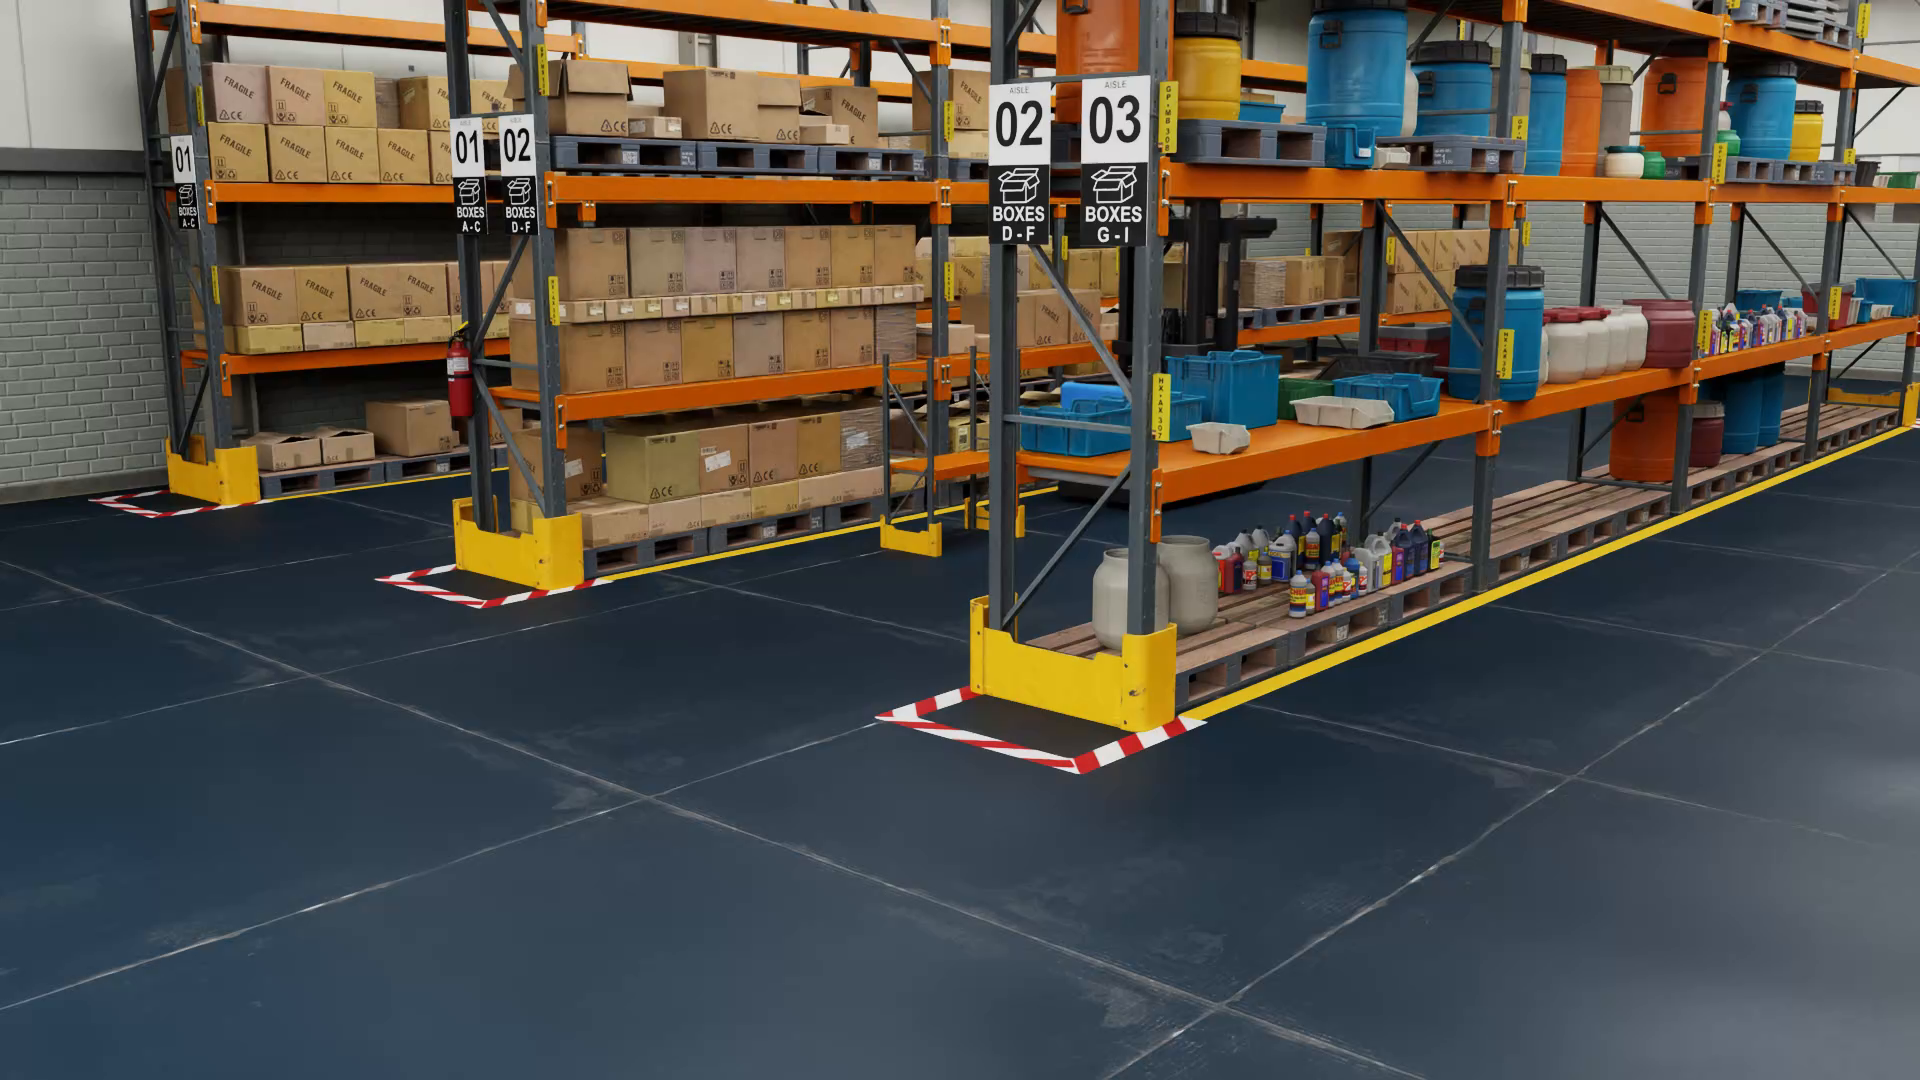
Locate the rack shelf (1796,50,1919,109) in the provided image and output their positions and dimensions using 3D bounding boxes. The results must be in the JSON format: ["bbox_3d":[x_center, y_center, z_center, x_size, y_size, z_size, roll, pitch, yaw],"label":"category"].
[{"bbox_3d":[9.808,-5.034,18.298,1.077,0.370,4.000,10,15,40],"label":"rack shelf"}]

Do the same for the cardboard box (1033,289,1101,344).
[{"bbox_3d":[1.034,-2.199,16.309,0.500,0.500,0.500,9,14,37],"label":"cardboard box"}]

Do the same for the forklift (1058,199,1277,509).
[{"bbox_3d":[2.216,-1.942,15.449,1.130,2.935,3.031,9,15,40],"label":"forklift"}]

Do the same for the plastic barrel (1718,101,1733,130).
[{"bbox_3d":[6.905,-3.782,15.412,0.433,0.535,0.433,0,11,0],"label":"plastic barrel"}]

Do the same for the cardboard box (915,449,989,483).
[{"bbox_3d":[-0.059,-0.696,14.984,0.500,0.250,0.500,9,15,39],"label":"cardboard box"}]

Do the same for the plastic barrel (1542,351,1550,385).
[{"bbox_3d":[4.196,-1.277,12.299,0.301,0.262,0.301,0,11,0],"label":"plastic barrel"}]

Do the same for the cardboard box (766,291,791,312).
[{"bbox_3d":[-1.542,-1.884,13.075,0.380,0.149,0.250,10,15,42],"label":"cardboard box"}]

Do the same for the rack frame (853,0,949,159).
[{"bbox_3d":[-0.511,-4.753,14.031,1.000,3.000,0.127,10,15,40],"label":"rack frame"}]

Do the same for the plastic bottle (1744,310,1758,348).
[{"bbox_3d":[7.400,-1.983,15.607,0.144,0.351,0.185,10,15,40],"label":"plastic bottle"}]

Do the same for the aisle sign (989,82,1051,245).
[{"bbox_3d":[0.296,-1.884,8.348,0.394,0.787,0.004,10,15,40],"label":"aisle sign"}]

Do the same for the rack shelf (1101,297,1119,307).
[{"bbox_3d":[2.367,-3.569,25.260,1.077,0.370,4.000,10,15,40],"label":"rack shelf"}]

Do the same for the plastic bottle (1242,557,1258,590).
[{"bbox_3d":[1.834,0.208,10.534,0.097,0.201,0.097,0,11,0],"label":"plastic bottle"}]

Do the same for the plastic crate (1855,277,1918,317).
[{"bbox_3d":[11.048,-2.909,19.872,0.616,0.435,0.499,10,15,40],"label":"plastic crate"}]

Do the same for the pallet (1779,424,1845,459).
[{"bbox_3d":[8.944,-1.093,18.143,1.003,0.211,1.213,10,15,40],"label":"pallet"}]

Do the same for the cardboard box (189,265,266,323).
[{"bbox_3d":[-6.724,-2.263,15.301,0.500,0.500,0.500,10,15,40],"label":"cardboard box"}]

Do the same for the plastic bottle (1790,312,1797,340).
[{"bbox_3d":[8.230,-2.132,16.546,0.152,0.276,0.135,10,15,40],"label":"plastic bottle"}]

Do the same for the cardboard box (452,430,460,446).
[{"bbox_3d":[-5.305,-1.036,16.894,0.380,0.149,0.250,8,14,36],"label":"cardboard box"}]

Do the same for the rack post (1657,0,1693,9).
[{"bbox_3d":[4.443,-4.511,12.309,1.013,1.000,3.121,10,15,40],"label":"rack post"}]

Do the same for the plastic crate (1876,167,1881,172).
[{"bbox_3d":[10.665,-4.322,19.865,0.497,0.269,0.590,10,15,40],"label":"plastic crate"}]

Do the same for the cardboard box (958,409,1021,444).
[{"bbox_3d":[0.283,-1.045,15.301,0.500,0.311,0.500,10,15,40],"label":"cardboard box"}]

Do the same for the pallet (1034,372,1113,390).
[{"bbox_3d":[1.607,-2.362,24.499,1.003,0.211,1.213,10,15,40],"label":"pallet"}]

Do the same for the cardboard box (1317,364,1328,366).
[{"bbox_3d":[4.659,-1.868,20.165,0.500,0.500,0.500,10,15,40],"label":"cardboard box"}]

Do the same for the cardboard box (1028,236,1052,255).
[{"bbox_3d":[0.930,-4.098,23.092,0.500,0.250,0.500,10,15,42],"label":"cardboard box"}]

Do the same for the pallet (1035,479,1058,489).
[{"bbox_3d":[0.751,-0.737,16.363,1.003,0.211,1.213,10,15,40],"label":"pallet"}]

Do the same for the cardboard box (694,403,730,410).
[{"bbox_3d":[-3.091,-1.703,19.340,0.700,0.500,0.500,10,15,41],"label":"cardboard box"}]

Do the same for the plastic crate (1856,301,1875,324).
[{"bbox_3d":[9.966,-2.547,18.581,0.416,0.233,0.300,10,15,40],"label":"plastic crate"}]

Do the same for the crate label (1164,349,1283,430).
[{"bbox_3d":[1.579,-0.904,9.991,0.502,0.435,0.616,10,15,40],"label":"crate label"}]

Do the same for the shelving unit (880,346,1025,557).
[{"bbox_3d":[-0.050,-0.724,13.008,0.587,1.500,1.083,10,15,40],"label":"shelving unit"}]

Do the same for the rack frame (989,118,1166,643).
[{"bbox_3d":[0.567,-0.581,8.463,1.000,3.000,0.127,10,15,40],"label":"rack frame"}]

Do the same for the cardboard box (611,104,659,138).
[{"bbox_3d":[-2.589,-3.098,12.358,0.500,0.250,0.500,10,15,40],"label":"cardboard box"}]

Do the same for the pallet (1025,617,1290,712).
[{"bbox_3d":[1.122,0.650,9.418,1.003,0.211,1.213,10,15,40],"label":"pallet"}]

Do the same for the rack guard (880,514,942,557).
[{"bbox_3d":[-0.379,-0.038,12.764,0.587,0.250,0.087,10,15,40],"label":"rack guard"}]

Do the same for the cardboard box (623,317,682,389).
[{"bbox_3d":[-2.491,-1.416,12.388,0.700,0.500,0.500,10,15,42],"label":"cardboard box"}]

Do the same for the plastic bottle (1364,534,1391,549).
[{"bbox_3d":[2.744,0.095,10.909,0.152,0.276,0.135,10,15,40],"label":"plastic bottle"}]

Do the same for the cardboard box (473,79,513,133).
[{"bbox_3d":[-4.717,-4.280,16.462,0.500,0.500,0.500,11,16,43],"label":"cardboard box"}]

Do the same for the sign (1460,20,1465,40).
[{"bbox_3d":[7.003,-7.085,23.123,0.100,0.325,0.005,10,15,40],"label":"sign"}]

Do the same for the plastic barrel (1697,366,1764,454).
[{"bbox_3d":[7.649,-1.342,16.556,0.600,0.901,0.708,10,15,40],"label":"plastic barrel"}]

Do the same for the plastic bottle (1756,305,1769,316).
[{"bbox_3d":[7.897,-2.137,16.376,0.144,0.351,0.185,10,15,40],"label":"plastic bottle"}]

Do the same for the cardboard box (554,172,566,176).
[{"bbox_3d":[-4.384,-3.874,16.984,0.500,0.500,0.500,10,15,42],"label":"cardboard box"}]

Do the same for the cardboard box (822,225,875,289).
[{"bbox_3d":[-1.132,-2.355,13.778,0.700,0.500,0.500,10,15,40],"label":"cardboard box"}]

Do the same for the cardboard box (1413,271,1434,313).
[{"bbox_3d":[5.647,-3.152,21.081,0.500,0.500,0.500,10,15,41],"label":"cardboard box"}]

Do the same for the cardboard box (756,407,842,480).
[{"bbox_3d":[-1.319,-0.794,13.559,0.500,0.500,0.500,10,15,40],"label":"cardboard box"}]

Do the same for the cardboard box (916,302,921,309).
[{"bbox_3d":[-0.718,-3.061,21.471,0.380,0.149,0.250,10,15,40],"label":"cardboard box"}]

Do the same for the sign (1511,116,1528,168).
[{"bbox_3d":[3.613,-2.572,10.751,0.100,0.325,0.005,10,15,40],"label":"sign"}]

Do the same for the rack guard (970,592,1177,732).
[{"bbox_3d":[0.582,0.627,8.795,1.175,0.500,0.348,10,15,40],"label":"rack guard"}]

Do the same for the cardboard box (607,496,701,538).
[{"bbox_3d":[-2.303,-0.204,12.523,0.500,0.250,0.500,10,15,40],"label":"cardboard box"}]

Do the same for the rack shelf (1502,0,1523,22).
[{"bbox_3d":[1.887,-3.269,9.459,1.077,0.370,4.000,10,15,40],"label":"rack shelf"}]

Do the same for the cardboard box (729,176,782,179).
[{"bbox_3d":[-2.519,-4.392,19.569,0.637,0.503,0.797,-10,15,-40],"label":"cardboard box"}]

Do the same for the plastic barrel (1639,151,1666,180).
[{"bbox_3d":[5.723,-3.110,13.863,0.294,0.245,0.294,0,11,0],"label":"plastic barrel"}]

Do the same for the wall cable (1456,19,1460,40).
[{"bbox_3d":[9.721,-8.548,28.068,3.097,2.526,0.112,10,15,40],"label":"wall cable"}]

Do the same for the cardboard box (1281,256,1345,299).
[{"bbox_3d":[4.289,-3.202,20.257,0.700,0.500,0.500,4,12,21],"label":"cardboard box"}]

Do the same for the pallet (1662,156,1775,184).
[{"bbox_3d":[6.426,-3.237,14.581,1.003,0.211,1.213,10,15,40],"label":"pallet"}]

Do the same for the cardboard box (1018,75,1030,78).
[{"bbox_3d":[0.284,-3.954,15.089,0.500,0.500,0.500,-10,15,-42],"label":"cardboard box"}]

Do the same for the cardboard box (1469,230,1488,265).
[{"bbox_3d":[6.651,-3.863,22.087,0.500,0.500,0.500,10,15,42],"label":"cardboard box"}]

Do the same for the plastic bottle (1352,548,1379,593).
[{"bbox_3d":[2.549,0.181,10.476,0.152,0.276,0.135,10,15,41],"label":"plastic bottle"}]

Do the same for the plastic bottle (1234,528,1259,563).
[{"bbox_3d":[1.835,0.096,10.711,0.144,0.351,0.185,11,15,43],"label":"plastic bottle"}]

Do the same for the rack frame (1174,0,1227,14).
[{"bbox_3d":[3.687,-7.158,26.075,1.000,3.000,0.127,10,15,40],"label":"rack frame"}]

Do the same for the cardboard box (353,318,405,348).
[{"bbox_3d":[-5.642,-1.982,15.806,0.500,0.250,0.500,9,15,39],"label":"cardboard box"}]

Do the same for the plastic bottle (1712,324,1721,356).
[{"bbox_3d":[6.682,-1.787,14.819,0.152,0.276,0.135,10,15,40],"label":"plastic bottle"}]
